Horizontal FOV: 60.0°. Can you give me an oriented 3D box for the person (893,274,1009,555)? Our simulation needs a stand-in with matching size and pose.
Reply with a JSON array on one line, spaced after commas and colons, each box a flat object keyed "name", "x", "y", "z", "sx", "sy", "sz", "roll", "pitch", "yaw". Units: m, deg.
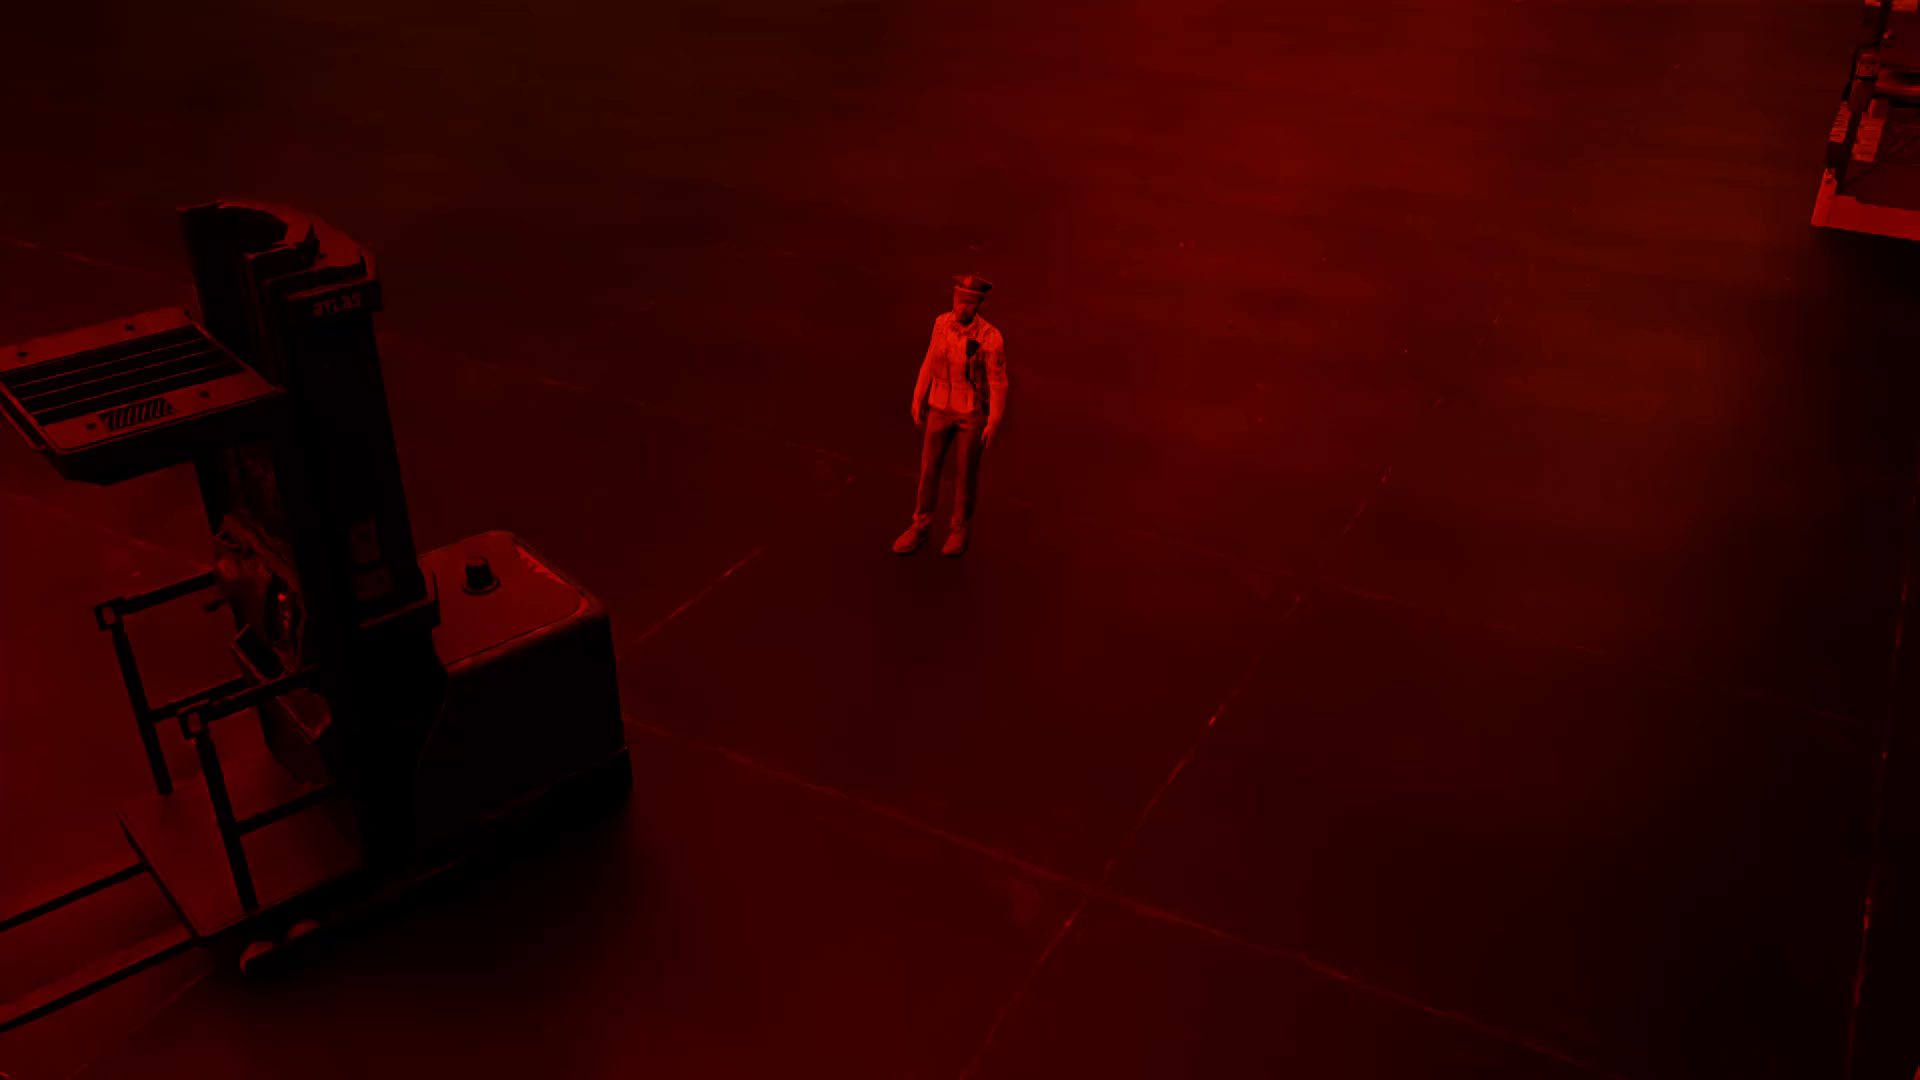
[{"name": "person", "x": -0.039, "y": -0.712, "z": 9.527, "sx": 0.586, "sy": 1.695, "sz": 0.533, "roll": 15, "pitch": 33, "yaw": 25}]

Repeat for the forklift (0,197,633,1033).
[{"name": "forklift", "x": -2.989, "y": 0.253, "z": 6.633, "sx": 3.031, "sy": 2.935, "sz": 1.130, "roll": -24, "pitch": 37, "yaw": -35}]
